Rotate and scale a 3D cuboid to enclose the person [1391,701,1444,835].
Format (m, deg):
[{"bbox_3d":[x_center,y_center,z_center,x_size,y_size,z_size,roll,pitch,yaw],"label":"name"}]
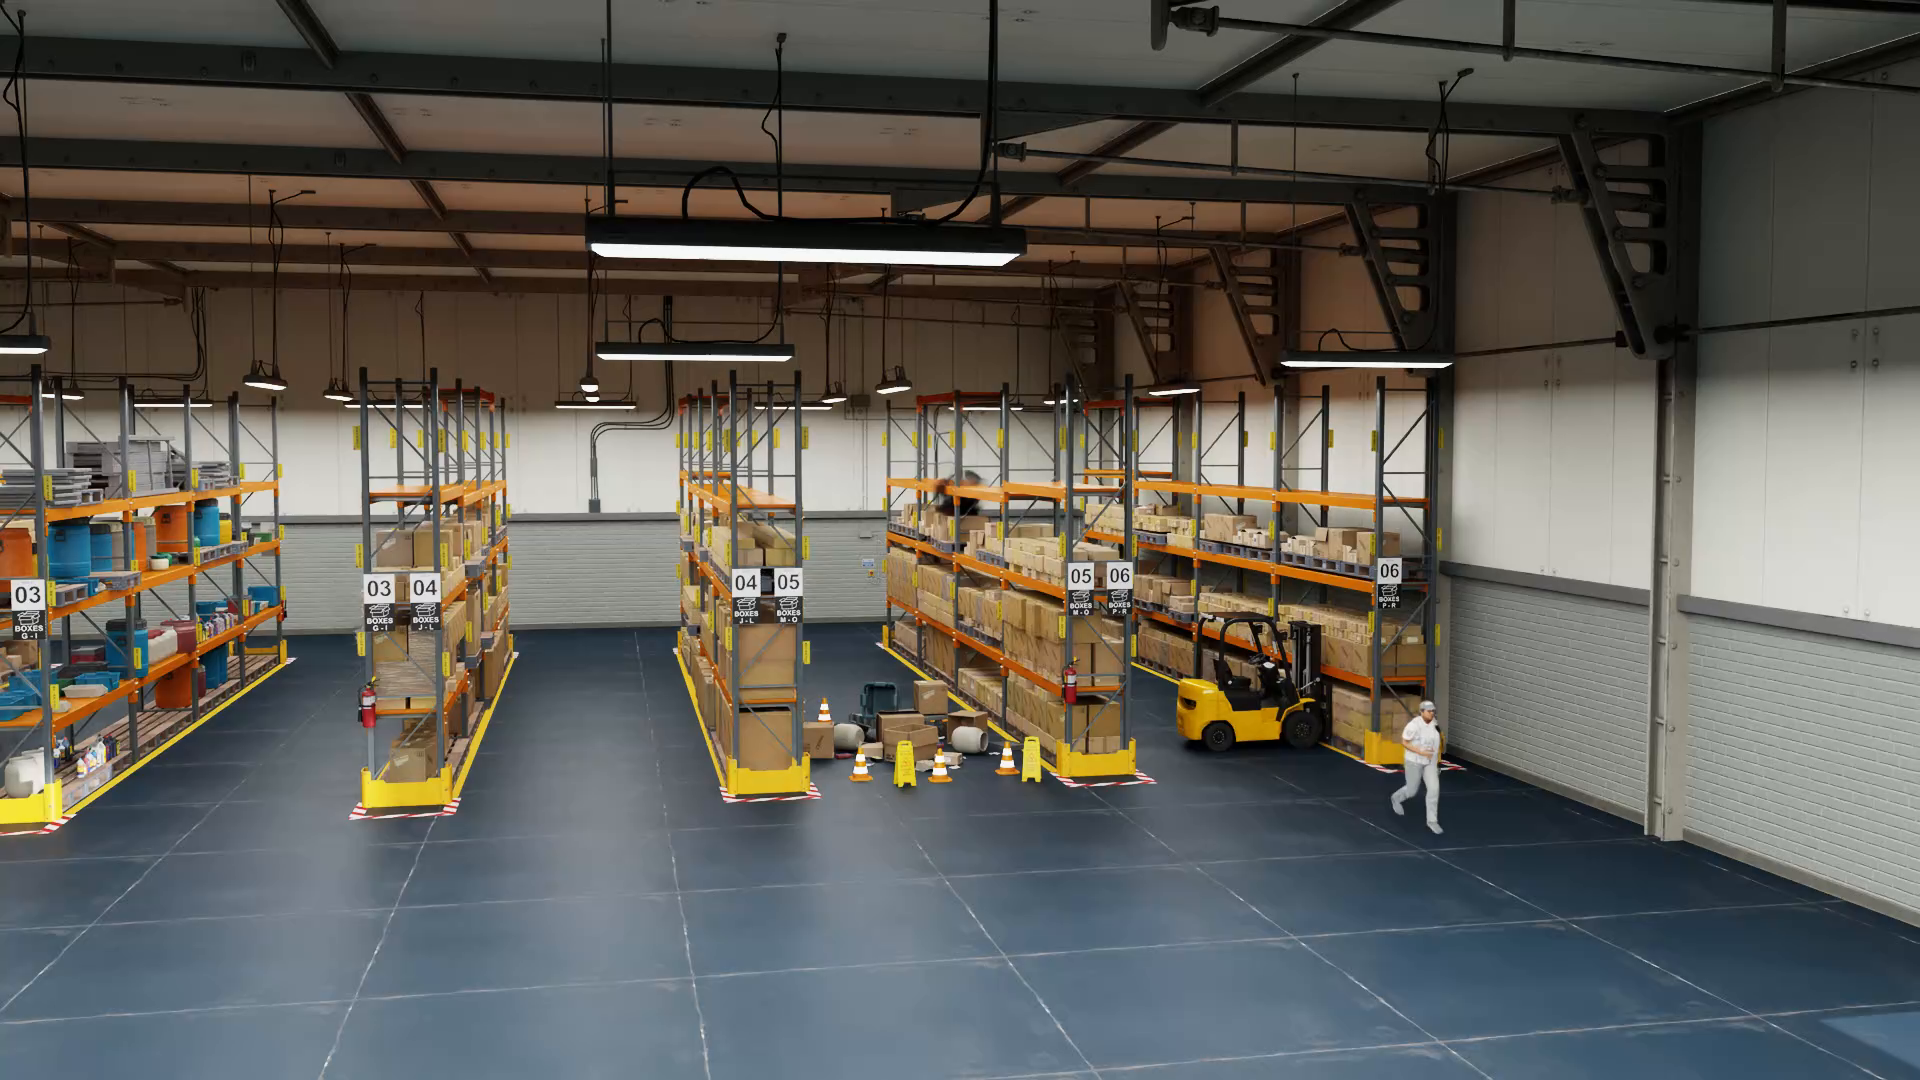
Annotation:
[{"bbox_3d":[5.962,2.898,21.566,0.628,1.669,0.970,-2,4,-24],"label":"person"}]
